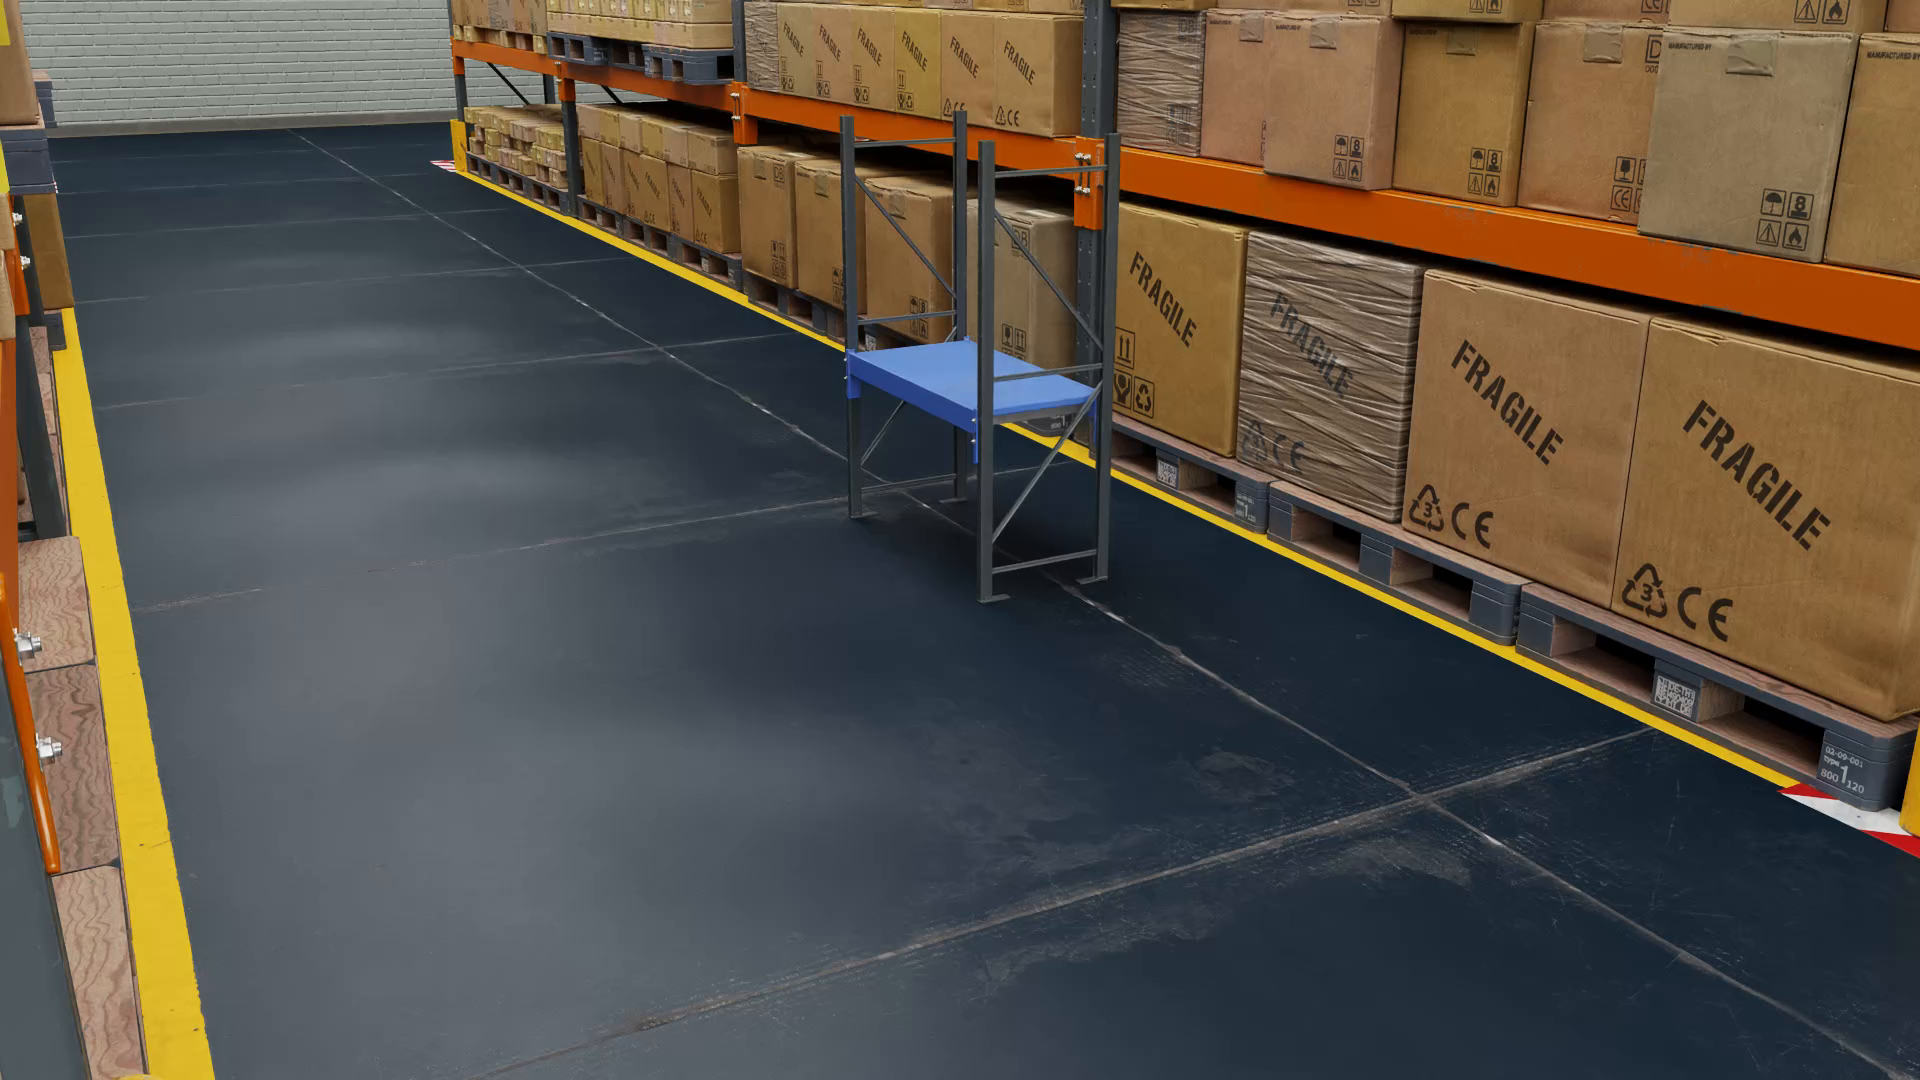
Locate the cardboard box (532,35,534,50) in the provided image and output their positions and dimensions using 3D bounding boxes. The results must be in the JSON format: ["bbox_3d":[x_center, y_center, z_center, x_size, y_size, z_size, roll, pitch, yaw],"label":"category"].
[{"bbox_3d":[-3.461,-4.280,14.322,0.380,0.149,0.250,-9,21,-25],"label":"cardboard box"}]

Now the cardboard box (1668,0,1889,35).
[{"bbox_3d":[2.387,-1.603,4.293,0.875,0.550,0.550,-10,21,-27],"label":"cardboard box"}]

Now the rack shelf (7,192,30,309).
[{"bbox_3d":[-4.391,-1.409,6.718,1.077,0.370,4.000,-10,21,-27],"label":"rack shelf"}]

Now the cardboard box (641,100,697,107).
[{"bbox_3d":[-2.251,-3.407,13.445,0.500,0.250,0.500,-11,22,-28],"label":"cardboard box"}]

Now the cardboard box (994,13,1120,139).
[{"bbox_3d":[0.489,-2.069,7.377,0.500,0.500,0.500,-10,21,-27],"label":"cardboard box"}]

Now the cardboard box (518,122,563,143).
[{"bbox_3d":[-3.770,-3.692,15.046,0.380,0.149,0.250,-11,22,-29],"label":"cardboard box"}]

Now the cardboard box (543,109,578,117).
[{"bbox_3d":[-3.882,-4.158,16.398,0.380,0.149,0.250,-11,22,-29],"label":"cardboard box"}]

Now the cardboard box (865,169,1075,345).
[{"bbox_3d":[0.143,-1.491,8.658,1.050,0.750,0.750,-10,21,-27],"label":"cardboard box"}]

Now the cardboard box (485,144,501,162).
[{"bbox_3d":[-4.414,-3.786,16.232,0.380,0.149,0.250,-10,21,-26],"label":"cardboard box"}]

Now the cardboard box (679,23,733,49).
[{"bbox_3d":[-1.567,-3.212,10.583,0.380,0.149,0.250,-10,21,-26],"label":"cardboard box"}]

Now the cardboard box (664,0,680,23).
[{"bbox_3d":[-1.691,-3.430,10.758,0.380,0.149,0.250,-9,21,-25],"label":"cardboard box"}]

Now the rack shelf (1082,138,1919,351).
[{"bbox_3d":[1.921,-1.000,5.532,1.077,0.370,4.000,-10,21,-27],"label":"rack shelf"}]

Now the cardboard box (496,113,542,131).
[{"bbox_3d":[-4.219,-3.995,15.926,0.380,0.149,0.250,-9,21,-25],"label":"cardboard box"}]

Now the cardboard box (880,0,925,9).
[{"bbox_3d":[0.006,-3.013,8.578,0.700,0.500,0.500,-10,22,-27],"label":"cardboard box"}]

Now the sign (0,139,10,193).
[{"bbox_3d":[-1.065,-0.520,1.711,0.100,0.325,0.005,-10,21,-27],"label":"sign"}]

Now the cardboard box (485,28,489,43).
[{"bbox_3d":[-4.380,-4.891,16.091,0.380,0.149,0.250,-9,21,-24],"label":"cardboard box"}]

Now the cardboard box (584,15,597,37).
[{"bbox_3d":[-2.553,-3.809,12.314,0.380,0.149,0.250,-11,22,-29],"label":"cardboard box"}]

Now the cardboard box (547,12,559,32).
[{"bbox_3d":[-3.045,-4.106,13.173,0.380,0.149,0.250,-11,22,-29],"label":"cardboard box"}]

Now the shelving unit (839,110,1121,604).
[{"bbox_3d":[0.041,-0.684,5.816,0.538,1.500,1.048,-10,21,-27],"label":"shelving unit"}]

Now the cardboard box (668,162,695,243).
[{"bbox_3d":[-1.714,-2.377,11.610,0.500,0.500,0.500,-9,21,-24],"label":"cardboard box"}]

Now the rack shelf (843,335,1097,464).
[{"bbox_3d":[0.041,-0.514,5.874,0.538,0.185,1.000,-10,21,-27],"label":"rack shelf"}]

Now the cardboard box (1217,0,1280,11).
[{"bbox_3d":[1.480,-2.244,6.150,0.875,0.550,0.550,-10,21,-27],"label":"cardboard box"}]

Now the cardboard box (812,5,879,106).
[{"bbox_3d":[-0.469,-2.648,9.054,0.500,0.500,0.500,-10,21,-27],"label":"cardboard box"}]

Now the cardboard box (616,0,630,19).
[{"bbox_3d":[-2.178,-3.724,11.609,0.380,0.149,0.250,-9,21,-25],"label":"cardboard box"}]

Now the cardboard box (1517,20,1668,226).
[{"bbox_3d":[2.219,-1.271,4.985,0.875,0.550,0.550,-10,21,-27],"label":"cardboard box"}]

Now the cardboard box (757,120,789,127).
[{"bbox_3d":[-1.283,-2.814,11.728,0.500,0.250,0.500,-10,22,-27],"label":"cardboard box"}]

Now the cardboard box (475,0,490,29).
[{"bbox_3d":[-4.259,-5.082,15.653,0.500,0.500,0.500,-10,21,-26],"label":"cardboard box"}]

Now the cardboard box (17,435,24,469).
[{"bbox_3d":[-3.924,-0.520,6.198,0.700,0.500,0.500,-10,21,-27],"label":"cardboard box"}]

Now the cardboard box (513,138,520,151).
[{"bbox_3d":[-4.028,-3.793,15.794,0.380,0.149,0.250,-9,21,-24],"label":"cardboard box"}]

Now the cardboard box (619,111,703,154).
[{"bbox_3d":[-2.216,-3.029,12.350,0.500,0.250,0.500,-9,21,-25],"label":"cardboard box"}]

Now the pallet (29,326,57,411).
[{"bbox_3d":[-4.971,-0.780,8.068,1.003,0.211,1.213,-10,21,-27],"label":"pallet"}]

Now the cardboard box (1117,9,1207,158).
[{"bbox_3d":[1.157,-1.881,6.753,0.875,0.550,0.550,-10,21,-27],"label":"cardboard box"}]

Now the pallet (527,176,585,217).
[{"bbox_3d":[-3.177,-3.079,14.732,1.003,0.211,1.213,-10,21,-27],"label":"pallet"}]

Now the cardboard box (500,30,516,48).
[{"bbox_3d":[-3.975,-4.575,15.176,0.380,0.149,0.250,-10,21,-26],"label":"cardboard box"}]

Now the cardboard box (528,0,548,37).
[{"bbox_3d":[-3.306,-4.493,13.945,0.500,0.500,0.500,-10,21,-27],"label":"cardboard box"}]

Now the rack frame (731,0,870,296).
[{"bbox_3d":[-0.928,-3.062,10.407,1.000,3.000,0.127,-10,21,-27],"label":"rack frame"}]

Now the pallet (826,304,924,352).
[{"bbox_3d":[-0.044,-1.156,9.158,1.003,0.211,1.213,-10,21,-27],"label":"pallet"}]

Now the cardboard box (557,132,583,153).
[{"bbox_3d":[-3.225,-3.404,14.213,0.380,0.149,0.250,-9,21,-25],"label":"cardboard box"}]

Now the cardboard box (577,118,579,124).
[{"bbox_3d":[-3.446,-3.849,15.502,0.380,0.149,0.250,-11,22,-29],"label":"cardboard box"}]

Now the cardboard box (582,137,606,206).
[{"bbox_3d":[-2.710,-2.974,13.340,0.500,0.500,0.500,-9,21,-25],"label":"cardboard box"}]

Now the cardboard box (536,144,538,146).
[{"bbox_3d":[-3.572,-3.480,14.889,0.380,0.149,0.250,-10,21,-26],"label":"cardboard box"}]

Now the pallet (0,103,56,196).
[{"bbox_3d":[-3.676,-1.326,5.669,1.003,0.211,1.213,-10,21,-27],"label":"pallet"}]

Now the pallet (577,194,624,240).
[{"bbox_3d":[-2.456,-2.669,13.542,1.003,0.211,1.213,-10,21,-27],"label":"pallet"}]

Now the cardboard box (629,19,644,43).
[{"bbox_3d":[-2.050,-3.507,11.436,0.380,0.149,0.250,-11,22,-29],"label":"cardboard box"}]

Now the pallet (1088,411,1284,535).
[{"bbox_3d":[1.264,-0.365,6.866,1.003,0.211,1.213,-10,21,-27],"label":"pallet"}]

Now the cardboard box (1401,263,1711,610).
[{"bbox_3d":[2.071,-0.396,5.295,0.875,0.875,0.875,-10,22,-28],"label":"cardboard box"}]

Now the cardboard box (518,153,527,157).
[{"bbox_3d":[-3.870,-3.503,15.412,0.380,0.149,0.250,-10,21,-26],"label":"cardboard box"}]

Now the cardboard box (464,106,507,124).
[{"bbox_3d":[-4.777,-4.288,16.773,0.380,0.149,0.250,-11,22,-29],"label":"cardboard box"}]

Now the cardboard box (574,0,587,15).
[{"bbox_3d":[-2.673,-4.024,12.479,0.380,0.149,0.250,-11,22,-29],"label":"cardboard box"}]
